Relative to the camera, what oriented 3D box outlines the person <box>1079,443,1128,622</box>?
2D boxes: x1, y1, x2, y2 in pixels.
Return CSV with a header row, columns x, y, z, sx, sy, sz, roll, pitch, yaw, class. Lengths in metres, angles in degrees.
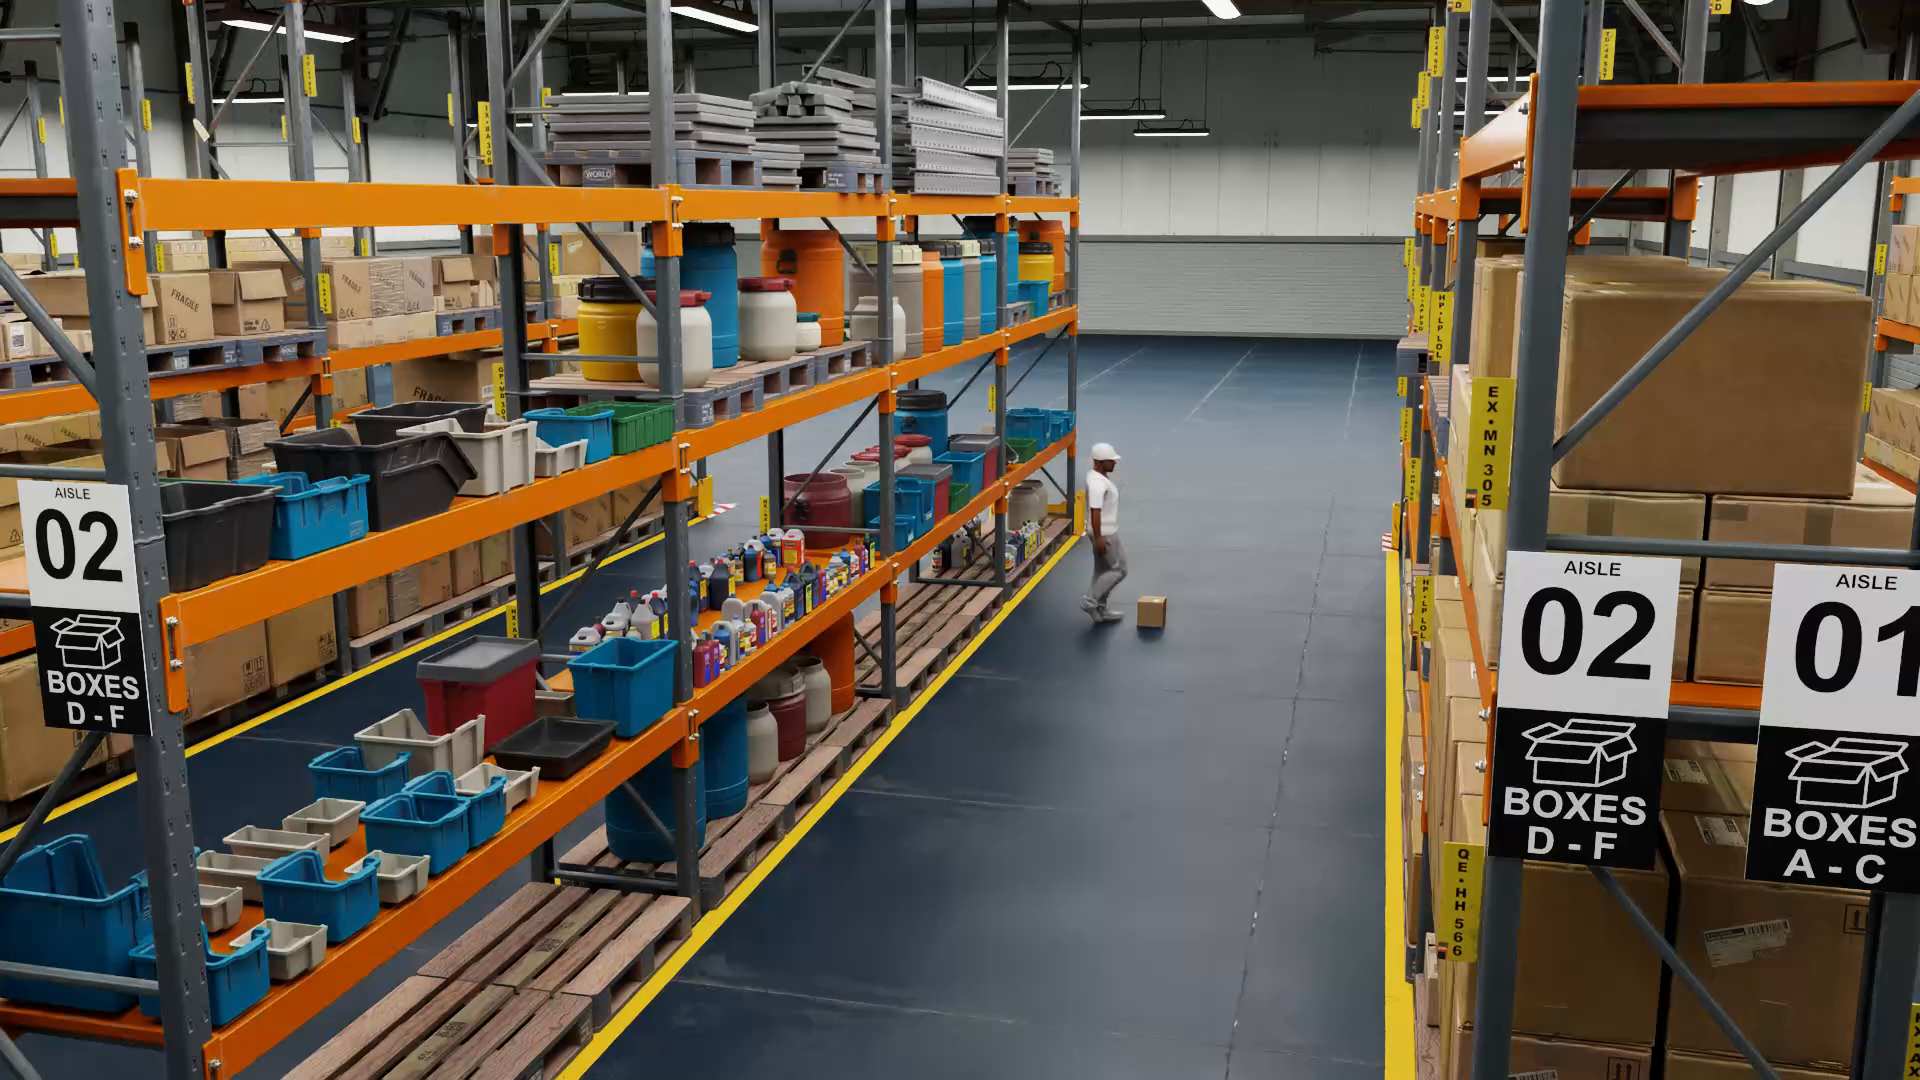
x,y,z,sx,sy,sz,roll,pitch,yaw,class
1.400,-0.074,16.218,0.467,1.765,0.590,0,11,2,person
